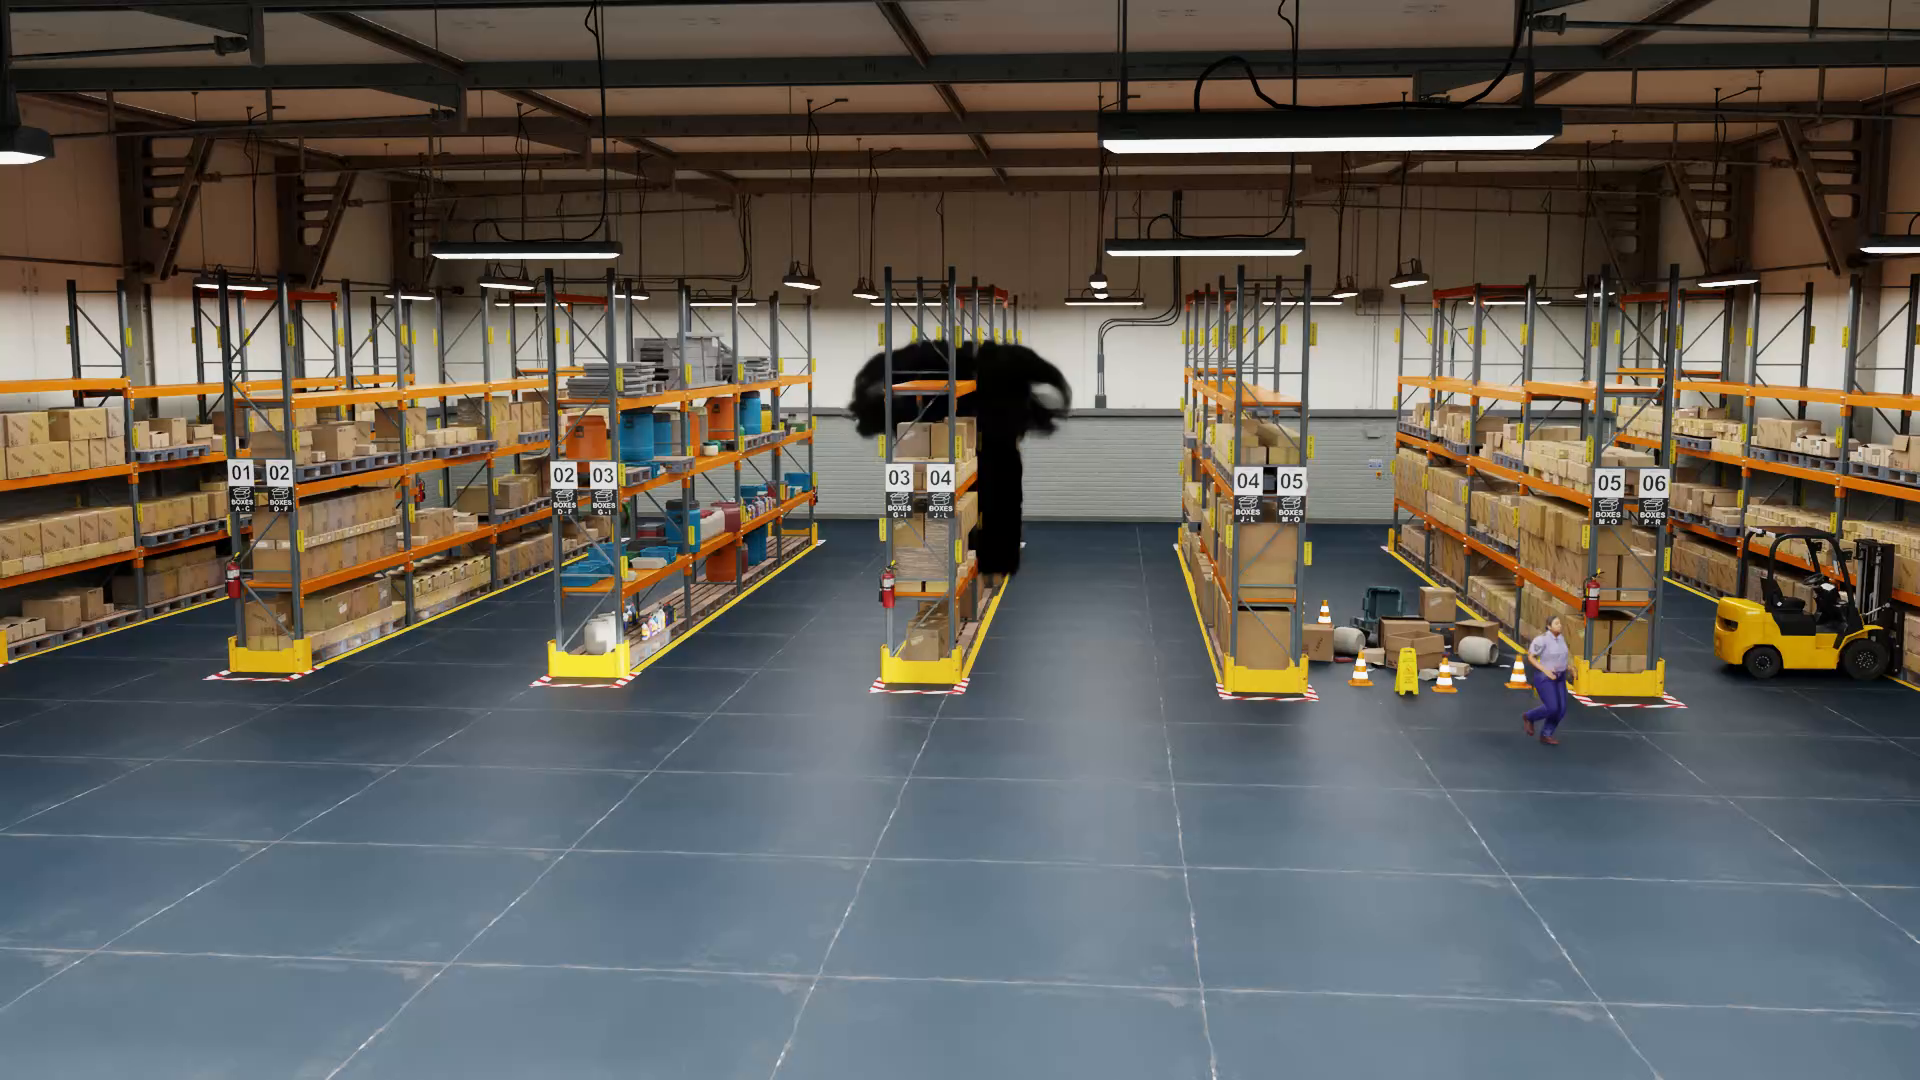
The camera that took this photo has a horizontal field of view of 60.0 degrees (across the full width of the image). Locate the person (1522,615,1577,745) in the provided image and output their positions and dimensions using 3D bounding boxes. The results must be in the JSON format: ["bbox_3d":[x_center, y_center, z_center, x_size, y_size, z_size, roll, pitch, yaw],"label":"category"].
[{"bbox_3d":[7.300,1.722,20.579,0.587,1.605,0.552,-4,8,-31],"label":"person"}]

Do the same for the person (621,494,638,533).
[{"bbox_3d":[-8.360,-0.943,41.669,0.981,1.745,0.717,5,8,34],"label":"person"}]
